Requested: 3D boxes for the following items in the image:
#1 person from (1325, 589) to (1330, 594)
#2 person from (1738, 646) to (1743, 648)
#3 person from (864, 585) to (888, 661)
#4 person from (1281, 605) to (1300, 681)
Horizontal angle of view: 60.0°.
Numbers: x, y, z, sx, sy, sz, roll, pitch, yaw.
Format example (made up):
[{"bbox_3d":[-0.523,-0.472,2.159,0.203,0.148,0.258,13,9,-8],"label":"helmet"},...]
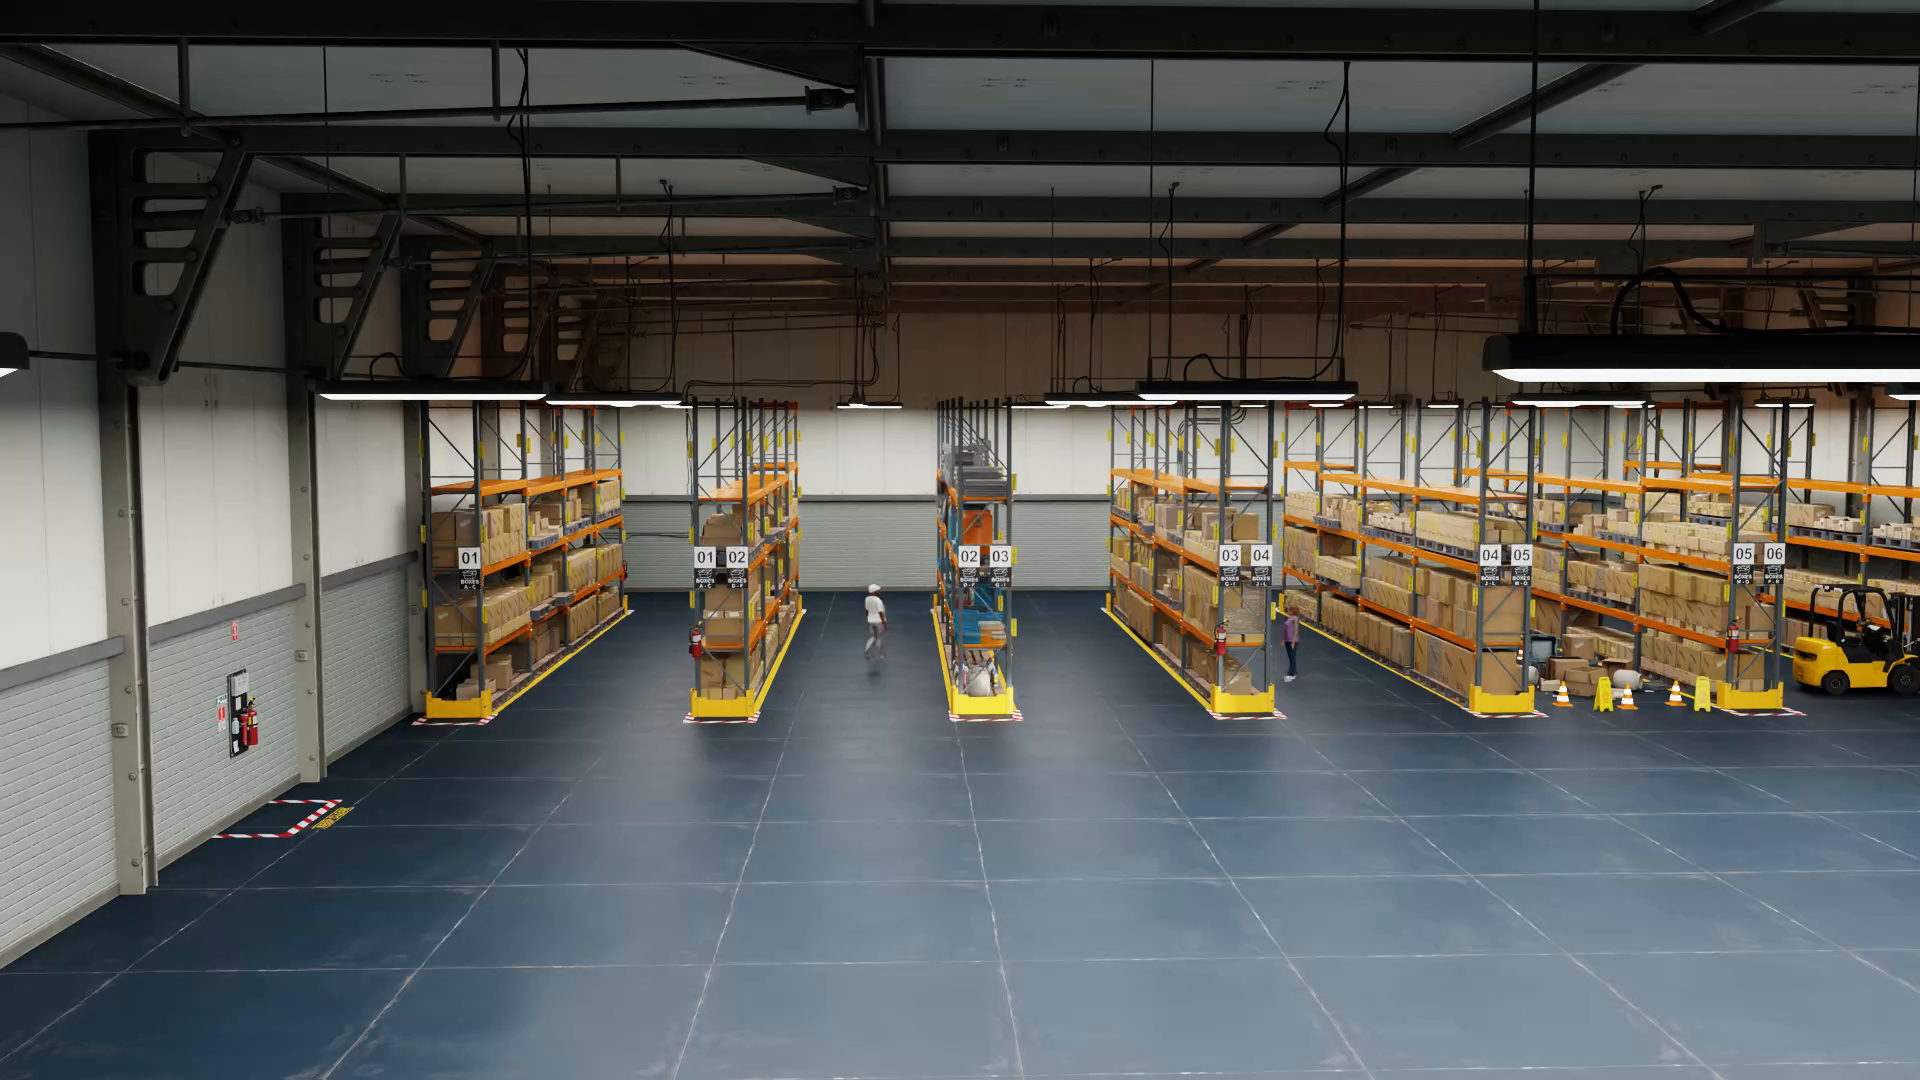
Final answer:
[{"bbox_3d":[11.247,1.014,50.093,0.741,1.643,0.533,-3,5,-30],"label":"person"},{"bbox_3d":[16.991,2.078,36.398,0.474,1.689,0.437,-4,6,-42],"label":"person"},{"bbox_3d":[-1.931,1.889,37.896,0.589,1.754,0.602,3,5,33],"label":"person"},{"bbox_3d":[7.051,2.189,35.483,0.493,1.615,0.436,-3,5,-30],"label":"person"}]
